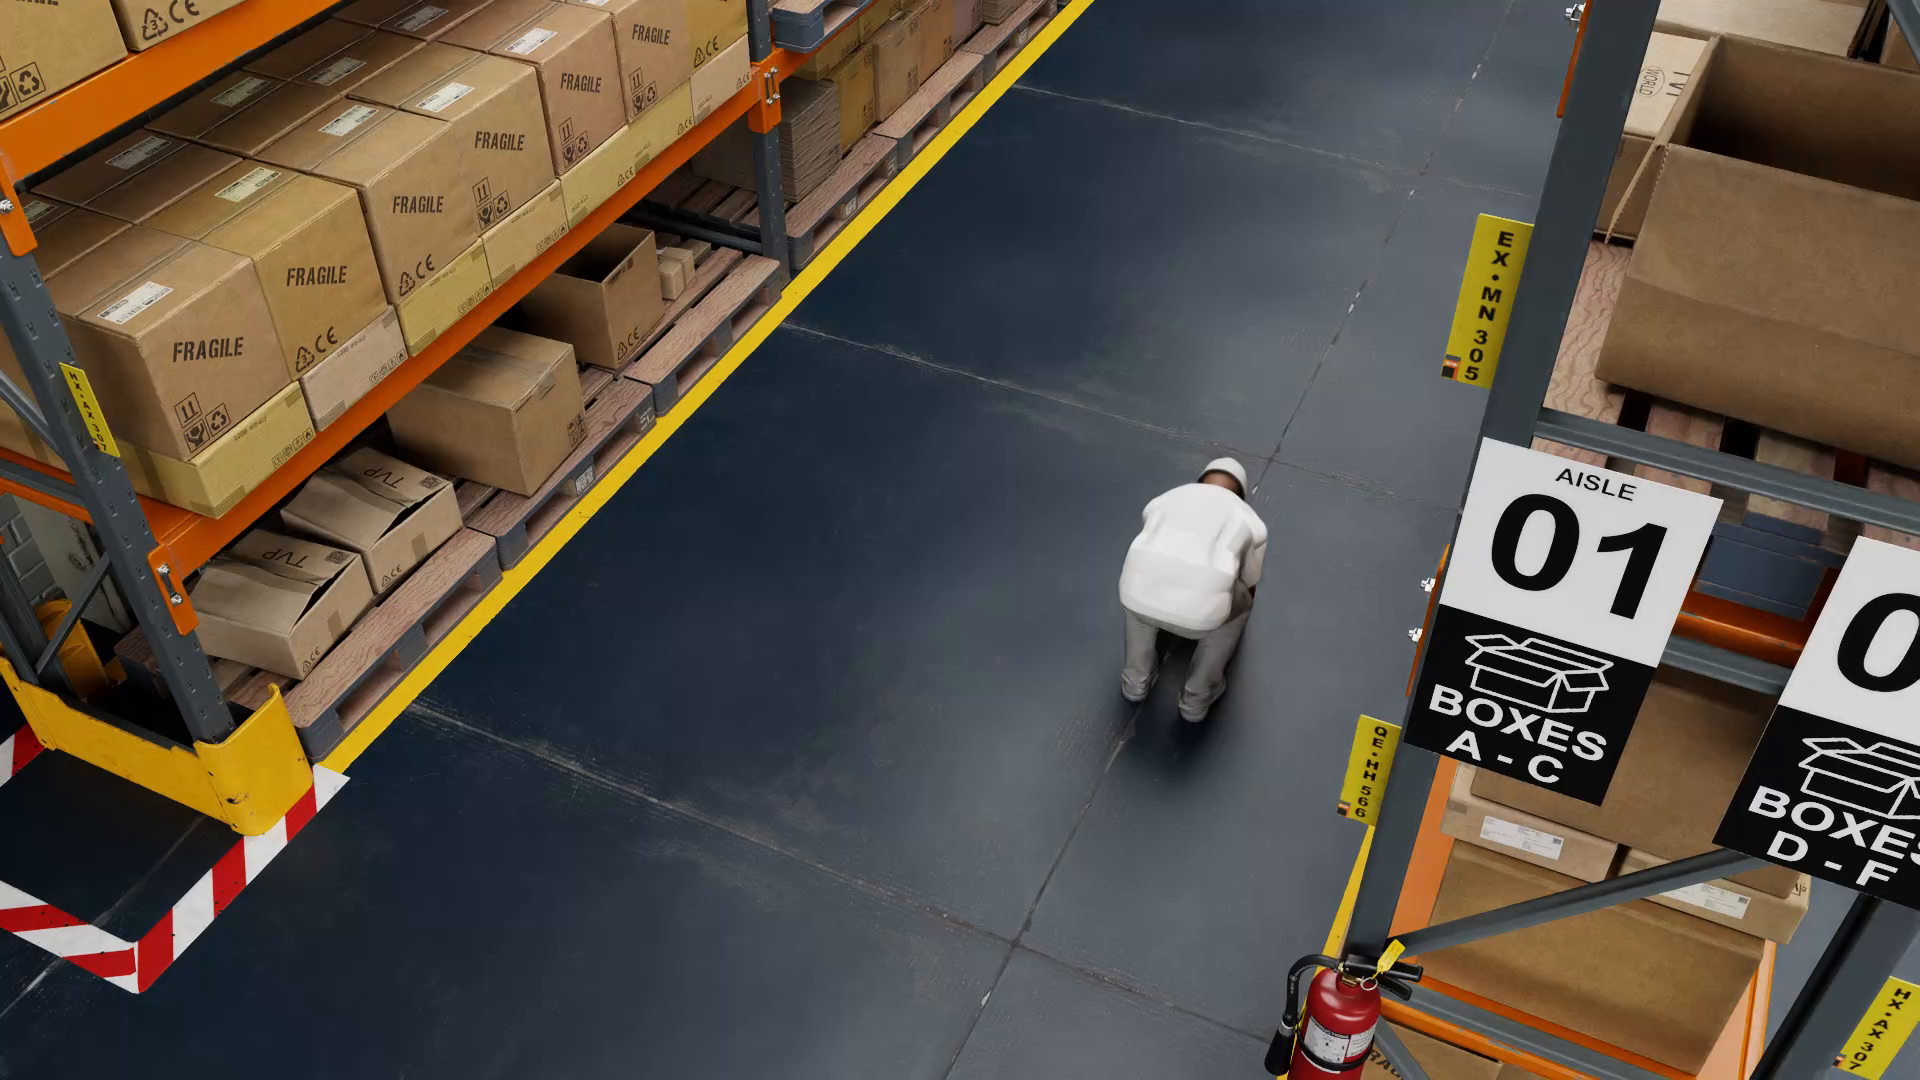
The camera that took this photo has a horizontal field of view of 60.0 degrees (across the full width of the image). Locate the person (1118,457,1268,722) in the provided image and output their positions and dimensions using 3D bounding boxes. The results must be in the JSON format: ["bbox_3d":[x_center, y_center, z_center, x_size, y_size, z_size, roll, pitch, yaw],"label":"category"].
[{"bbox_3d":[0.921,0.171,6.621,0.512,0.897,0.978,16,44,17],"label":"person"}]
